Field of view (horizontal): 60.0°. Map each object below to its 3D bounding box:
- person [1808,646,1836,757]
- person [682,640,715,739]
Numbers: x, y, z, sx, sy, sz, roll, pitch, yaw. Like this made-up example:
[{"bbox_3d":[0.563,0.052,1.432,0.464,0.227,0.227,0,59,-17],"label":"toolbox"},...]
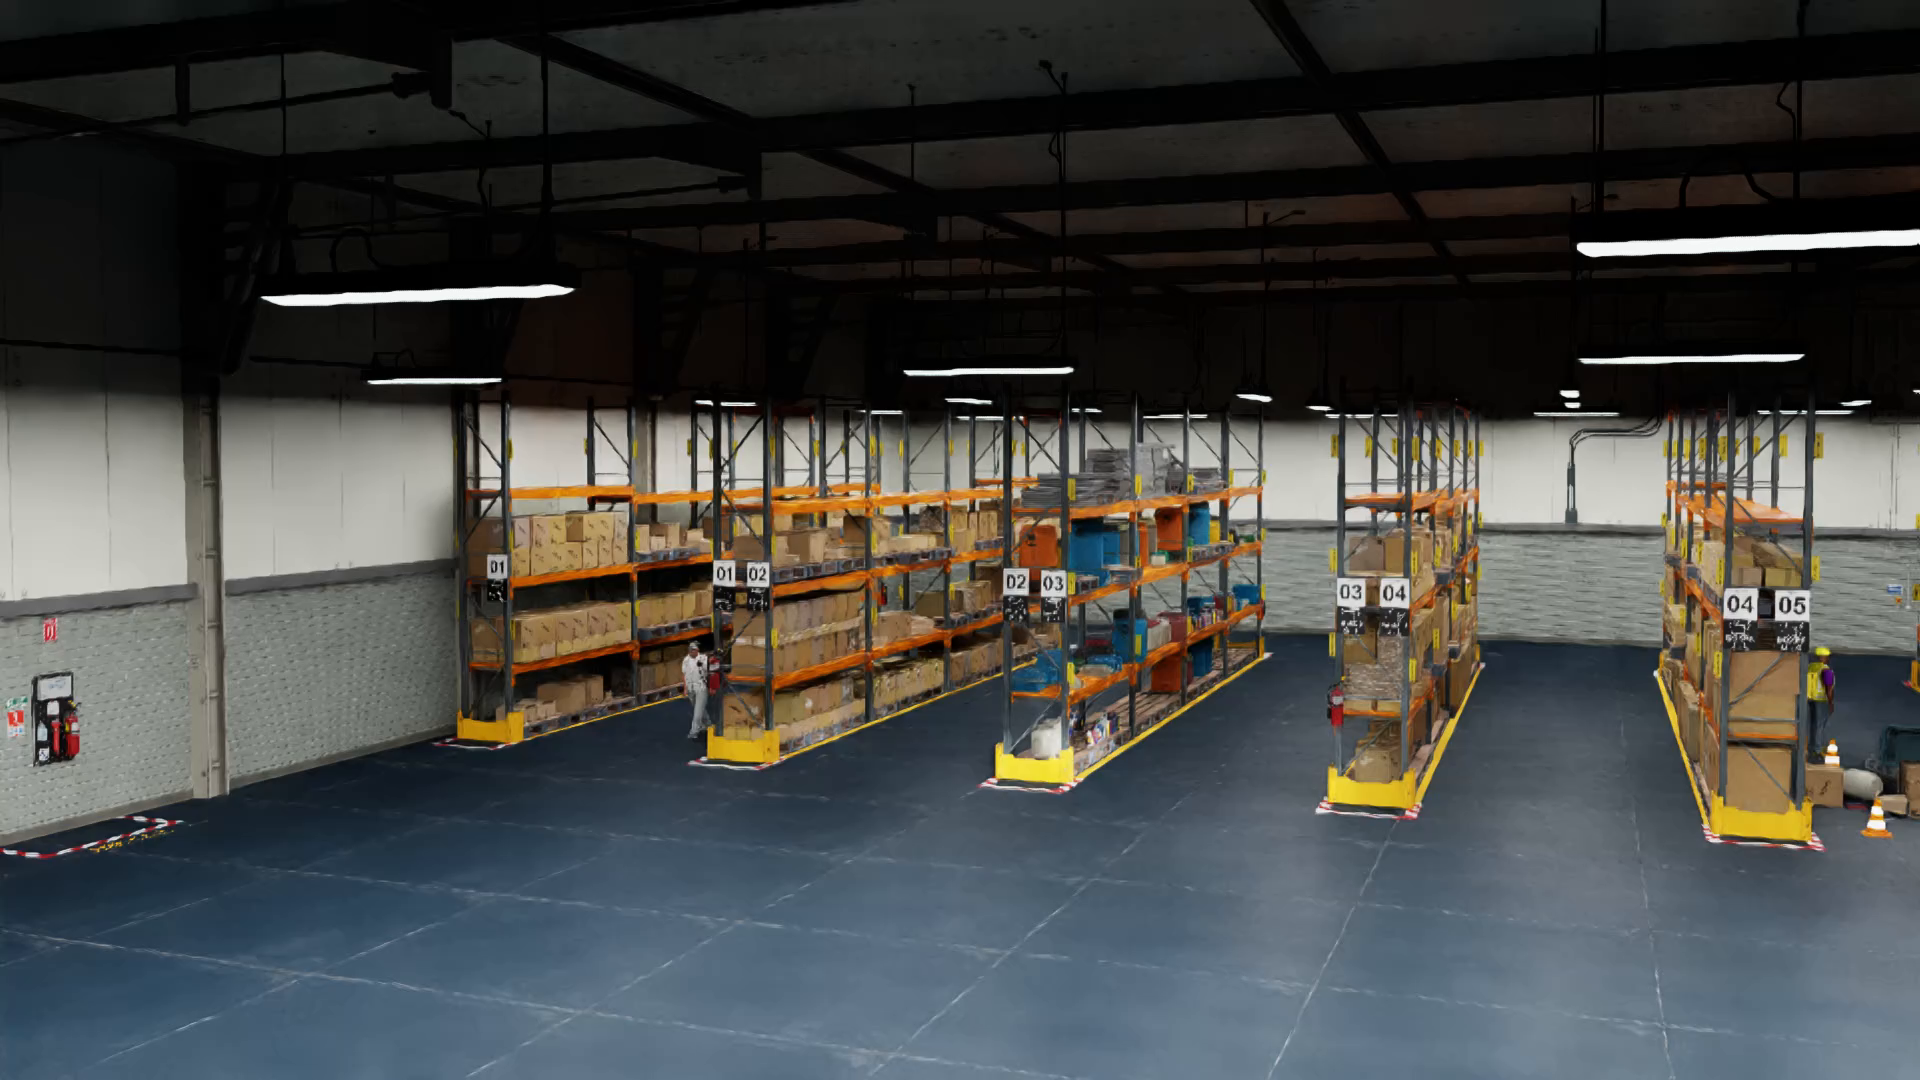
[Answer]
[{"bbox_3d":[14.059,2.605,27.086,0.469,1.766,0.641,0,3,-3],"label":"person"},{"bbox_3d":[-4.581,2.559,28.835,0.542,1.675,1.126,1,3,22],"label":"person"}]
